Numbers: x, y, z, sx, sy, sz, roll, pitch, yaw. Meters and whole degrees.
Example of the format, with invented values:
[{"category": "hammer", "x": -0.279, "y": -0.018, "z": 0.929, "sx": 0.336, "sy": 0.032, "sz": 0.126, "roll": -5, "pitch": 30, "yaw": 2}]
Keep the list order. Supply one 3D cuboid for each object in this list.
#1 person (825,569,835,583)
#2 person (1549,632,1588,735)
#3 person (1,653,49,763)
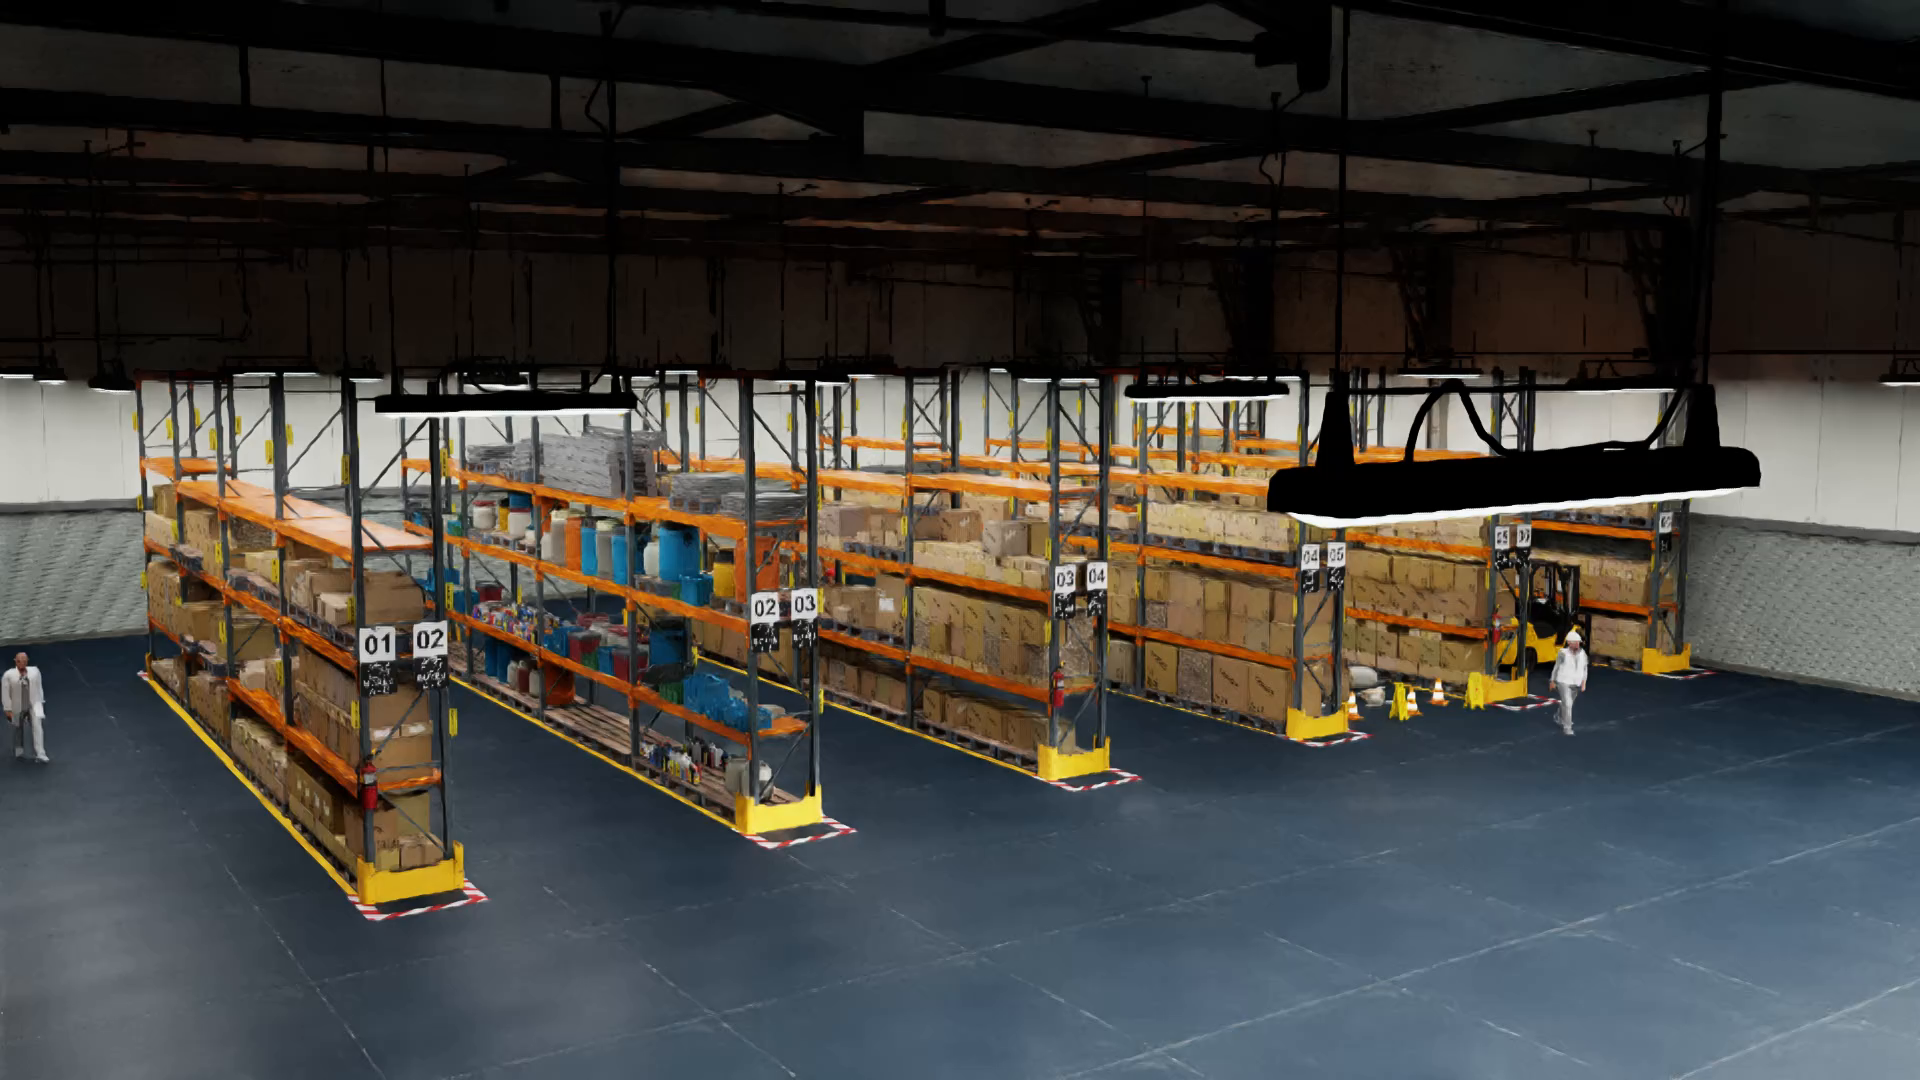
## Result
[{"category": "person", "x": -2.718, "y": 1.488, "z": 34.960, "sx": 0.582, "sy": 1.784, "sz": 0.645, "roll": 0, "pitch": 6, "yaw": -1}, {"category": "person", "x": 10.164, "y": 2.356, "z": 27.734, "sx": 0.573, "sy": 1.721, "sz": 0.957, "roll": -1, "pitch": 7, "yaw": -11}, {"category": "person", "x": -14.458, "y": 2.572, "z": 25.701, "sx": 0.599, "sy": 1.698, "sz": 1.205, "roll": -5, "pitch": 8, "yaw": -36}]
